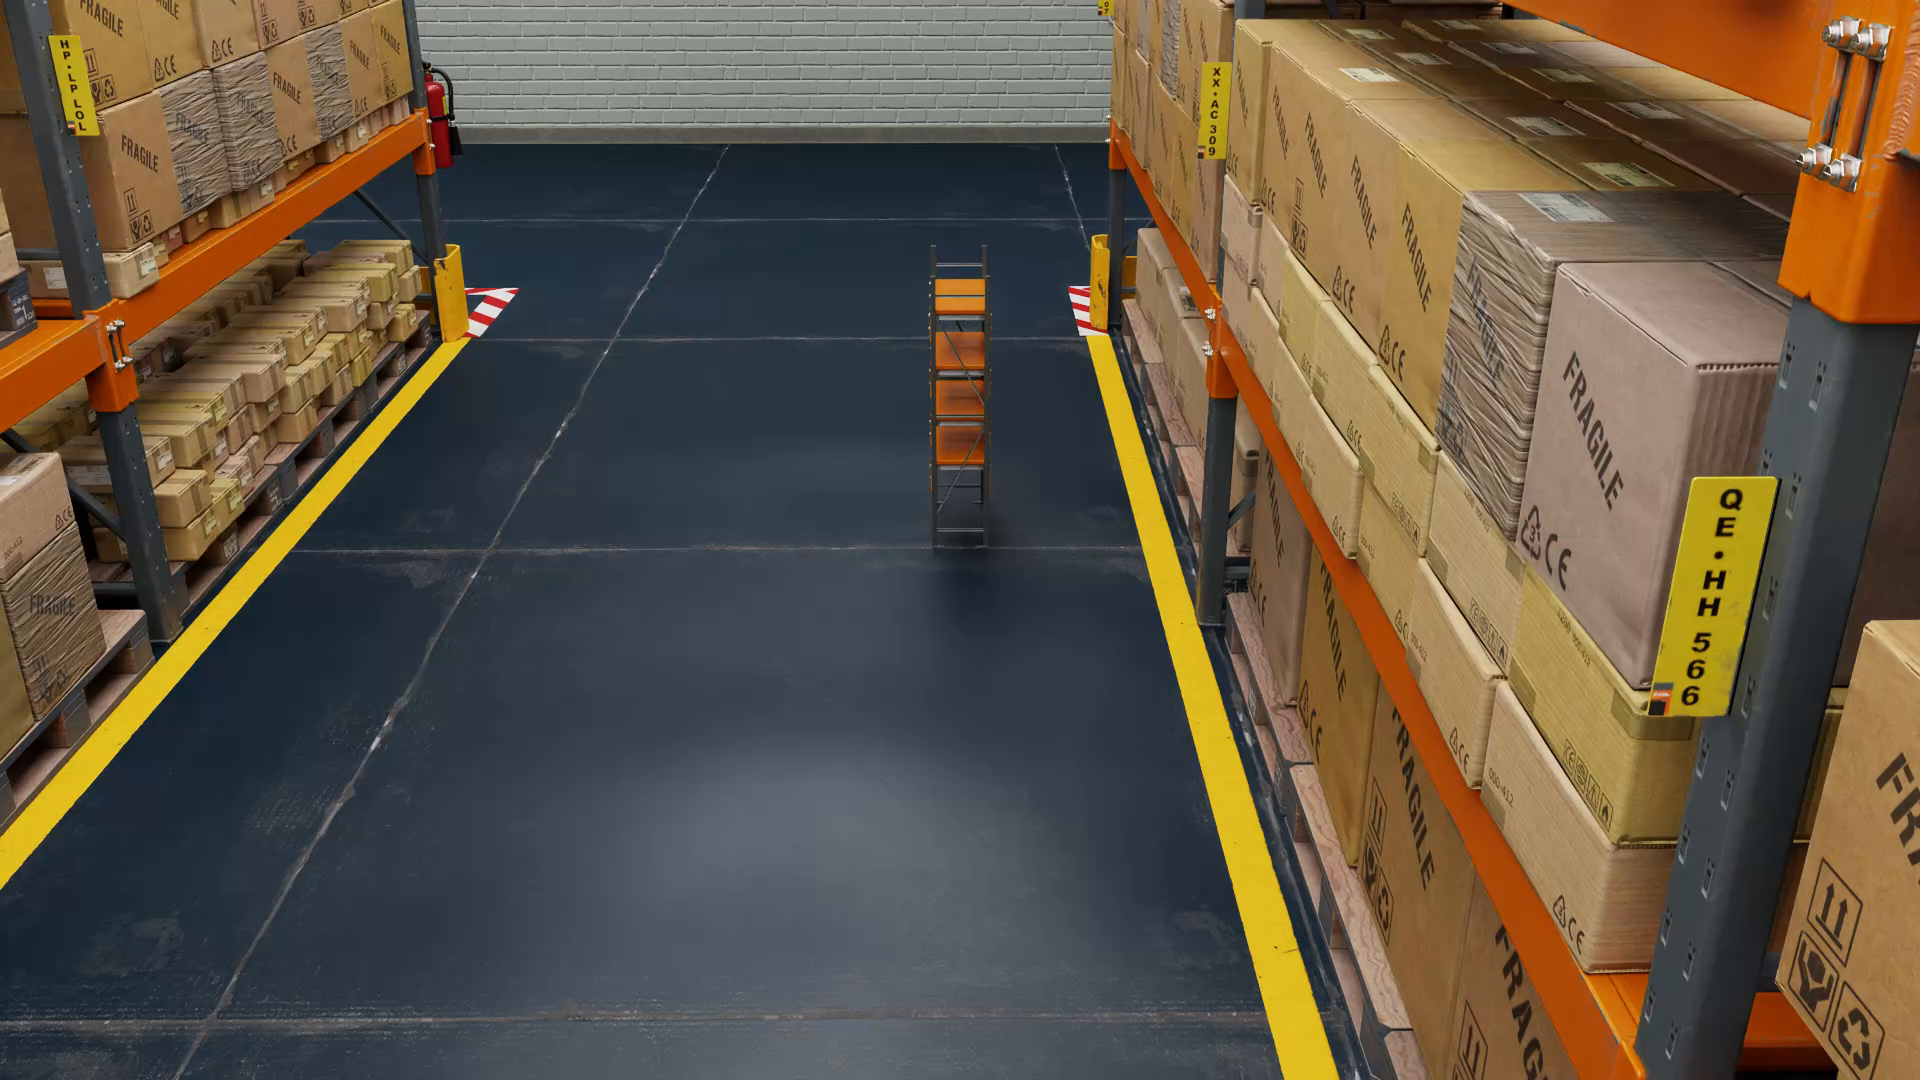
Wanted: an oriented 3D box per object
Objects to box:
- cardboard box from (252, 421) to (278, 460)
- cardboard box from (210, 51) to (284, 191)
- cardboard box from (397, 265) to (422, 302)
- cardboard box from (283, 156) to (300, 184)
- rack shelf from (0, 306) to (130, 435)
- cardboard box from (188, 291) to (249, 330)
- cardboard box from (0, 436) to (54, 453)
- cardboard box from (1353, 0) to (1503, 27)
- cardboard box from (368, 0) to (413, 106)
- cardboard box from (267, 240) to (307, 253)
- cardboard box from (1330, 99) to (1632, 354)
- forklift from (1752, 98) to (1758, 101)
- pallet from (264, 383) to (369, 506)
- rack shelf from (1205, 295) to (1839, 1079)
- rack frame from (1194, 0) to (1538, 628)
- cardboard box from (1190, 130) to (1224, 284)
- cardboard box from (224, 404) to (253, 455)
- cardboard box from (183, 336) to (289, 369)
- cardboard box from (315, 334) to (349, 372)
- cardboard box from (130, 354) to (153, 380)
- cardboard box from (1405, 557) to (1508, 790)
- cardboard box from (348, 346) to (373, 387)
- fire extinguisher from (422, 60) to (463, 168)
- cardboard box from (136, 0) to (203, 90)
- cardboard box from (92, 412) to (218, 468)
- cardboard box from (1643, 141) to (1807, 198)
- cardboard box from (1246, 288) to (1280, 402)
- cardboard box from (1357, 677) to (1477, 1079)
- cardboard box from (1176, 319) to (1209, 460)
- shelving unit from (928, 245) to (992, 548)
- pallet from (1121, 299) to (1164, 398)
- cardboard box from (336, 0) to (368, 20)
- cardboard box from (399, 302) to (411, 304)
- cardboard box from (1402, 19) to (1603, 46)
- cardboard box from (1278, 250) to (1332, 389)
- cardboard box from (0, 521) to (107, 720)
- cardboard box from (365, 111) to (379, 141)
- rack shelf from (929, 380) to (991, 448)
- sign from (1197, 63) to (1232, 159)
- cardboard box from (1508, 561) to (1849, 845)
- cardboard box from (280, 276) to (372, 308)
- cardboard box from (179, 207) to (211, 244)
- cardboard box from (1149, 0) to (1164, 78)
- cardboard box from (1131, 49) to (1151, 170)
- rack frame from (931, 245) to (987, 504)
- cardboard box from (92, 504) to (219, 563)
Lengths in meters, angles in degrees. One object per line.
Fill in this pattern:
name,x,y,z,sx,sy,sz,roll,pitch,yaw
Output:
cardboard box,-3.348,-0.457,7.571,0.380,0.149,0.250,-1,24,-3
cardboard box,-3.252,-1.784,7.073,0.500,0.500,0.500,-1,24,-2
cardboard box,-3.269,-1.446,9.397,0.380,0.149,0.250,-1,24,-2
cardboard box,-3.329,-1.747,7.777,0.380,0.149,0.250,0,24,0
rack shelf,-3.495,0.165,4.117,1.077,0.370,4.000,0,24,-1
cardboard box,-3.818,-1.147,8.374,0.380,0.149,0.250,1,24,2
cardboard box,-3.781,-0.295,6.491,0.380,0.149,0.250,0,24,1
cardboard box,1.669,-1.749,6.142,0.500,0.500,0.500,0,24,0
cardboard box,-3.298,-2.632,8.947,0.500,0.500,0.500,0,24,1
cardboard box,-3.895,-1.581,9.333,0.380,0.149,0.250,-1,24,-3
cardboard box,1.197,-0.740,3.911,0.500,0.500,0.500,-1,24,-1
forklift,3.213,-1.382,6.748,1.130,2.935,3.031,-6,25,-13
pallet,-3.576,-0.497,8.092,1.003,0.211,1.213,0,24,-1
rack shelf,1.453,0.102,4.258,1.077,0.370,4.000,0,24,-1
rack frame,1.432,-1.050,5.932,1.000,3.000,0.127,0,24,-1
cardboard box,1.171,-1.286,6.332,0.500,0.500,0.500,0,24,0
cardboard box,-3.332,-0.481,7.262,0.380,0.149,0.250,-1,24,-3
cardboard box,-3.342,-0.835,7.684,0.380,0.149,0.250,-1,24,-3
cardboard box,-3.259,-0.913,8.218,0.380,0.149,0.250,1,24,2
cardboard box,-3.854,-0.721,7.433,0.380,0.149,0.250,-1,24,-3
cardboard box,1.189,0.249,3.242,0.500,0.250,0.500,0,24,0
cardboard box,-3.244,-0.890,8.528,0.380,0.149,0.250,-1,24,-3
fire extinguisher,-3.102,-2.535,9.762,0.296,0.674,0.183,0,24,-1
cardboard box,-3.299,-2.024,6.389,0.500,0.500,0.500,-1,24,-2
cardboard box,-3.257,-0.407,6.737,0.380,0.149,0.250,1,24,2
cardboard box,1.709,-0.525,3.437,0.500,0.500,0.500,0,24,1
cardboard box,1.180,-0.586,5.088,0.500,0.250,0.500,-1,24,-2
cardboard box,1.545,0.722,4.082,0.875,0.875,0.875,0,24,0
cardboard box,1.522,-0.702,7.763,0.875,0.438,0.875,-1,24,-2
shelving unit,-0.002,-0.615,7.154,0.258,1.200,0.503,0,24,-1
pallet,1.475,-1.099,9.424,1.003,0.211,1.213,0,24,-1
cardboard box,-3.301,-2.875,8.271,0.500,0.500,0.500,-1,24,-2
cardboard box,-3.346,-1.311,9.459,0.380,0.149,0.250,0,24,0
cardboard box,1.688,-1.369,5.301,0.500,0.500,0.500,1,24,1
cardboard box,1.167,-0.604,4.522,0.500,0.250,0.500,0,24,0
cardboard box,-3.257,0.265,5.548,0.500,0.500,0.500,-1,24,-2
cardboard box,-3.291,-2.181,8.738,0.380,0.149,0.250,0,24,-1
rack shelf,-0.002,-0.554,7.181,0.258,0.148,0.480,0,24,-1
sign,0.877,-1.478,5.731,0.100,0.325,0.005,0,24,-1
cardboard box,1.216,0.240,2.655,0.500,0.250,0.500,0,24,-1
cardboard box,-3.287,-1.264,8.633,0.380,0.149,0.250,-1,24,-3
cardboard box,-3.323,-1.318,6.829,0.380,0.149,0.250,-1,24,-3
cardboard box,1.141,-2.370,7.516,0.500,0.500,0.500,0,24,0
cardboard box,1.127,-2.127,8.192,0.500,0.500,0.500,0,24,-1
rack frame,-0.004,-0.715,7.376,0.240,1.200,0.015,0,24,-1
cardboard box,-3.200,-0.030,6.627,0.380,0.149,0.250,-1,24,-3
